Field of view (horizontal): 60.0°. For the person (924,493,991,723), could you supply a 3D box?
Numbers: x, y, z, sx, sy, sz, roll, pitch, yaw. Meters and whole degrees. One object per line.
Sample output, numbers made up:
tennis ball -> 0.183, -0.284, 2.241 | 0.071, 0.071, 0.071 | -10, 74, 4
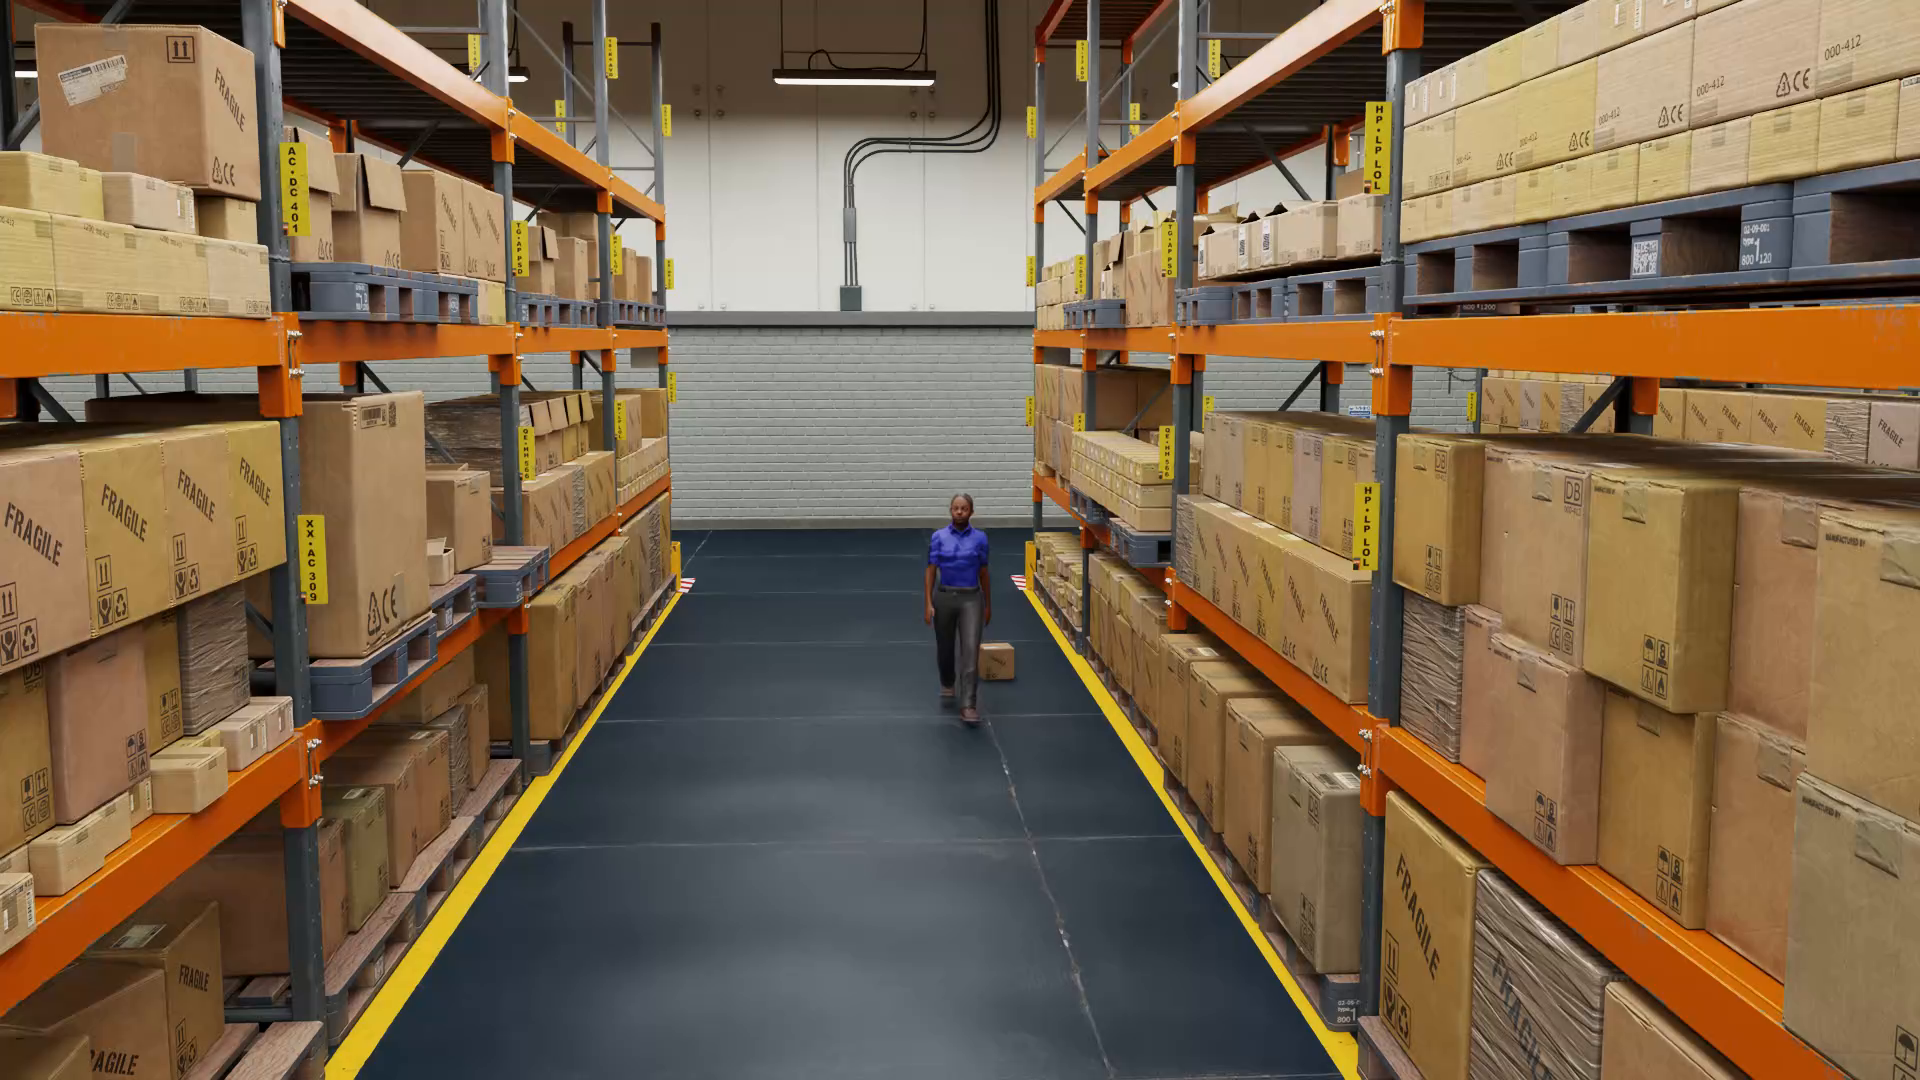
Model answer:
person -> -0.016, 0.461, 12.016 | 0.476, 1.600, 1.010 | 0, 7, 2
